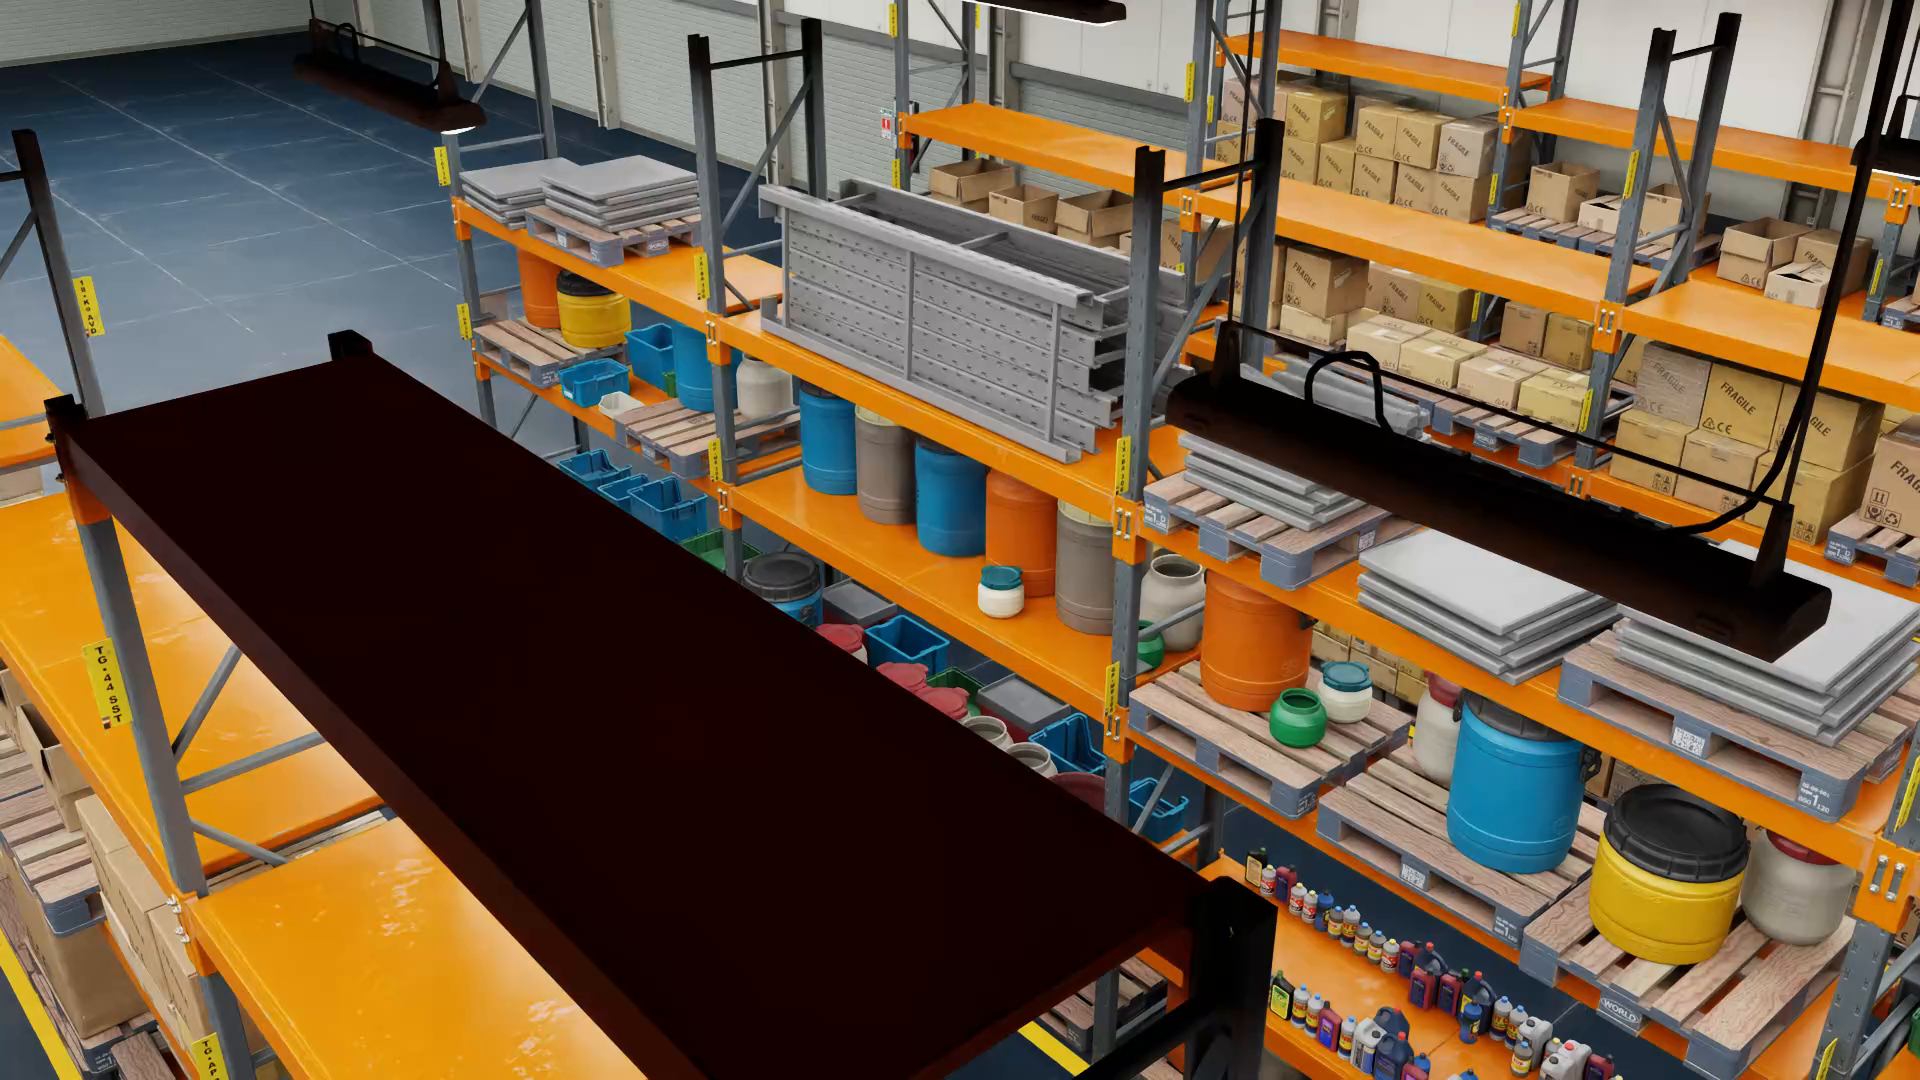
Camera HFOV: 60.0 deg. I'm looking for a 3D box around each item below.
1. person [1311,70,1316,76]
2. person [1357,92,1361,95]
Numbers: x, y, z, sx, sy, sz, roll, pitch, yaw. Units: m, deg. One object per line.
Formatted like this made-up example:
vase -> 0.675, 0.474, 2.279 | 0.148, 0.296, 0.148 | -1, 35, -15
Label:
person -> 3.855, 0.399, 12.511 | 11.396, 3.880, 15.934 | -16, 31, -29
person -> -7.047, 0.061, 13.341 | 19.520, 3.708, 21.462 | 6, 28, 11
